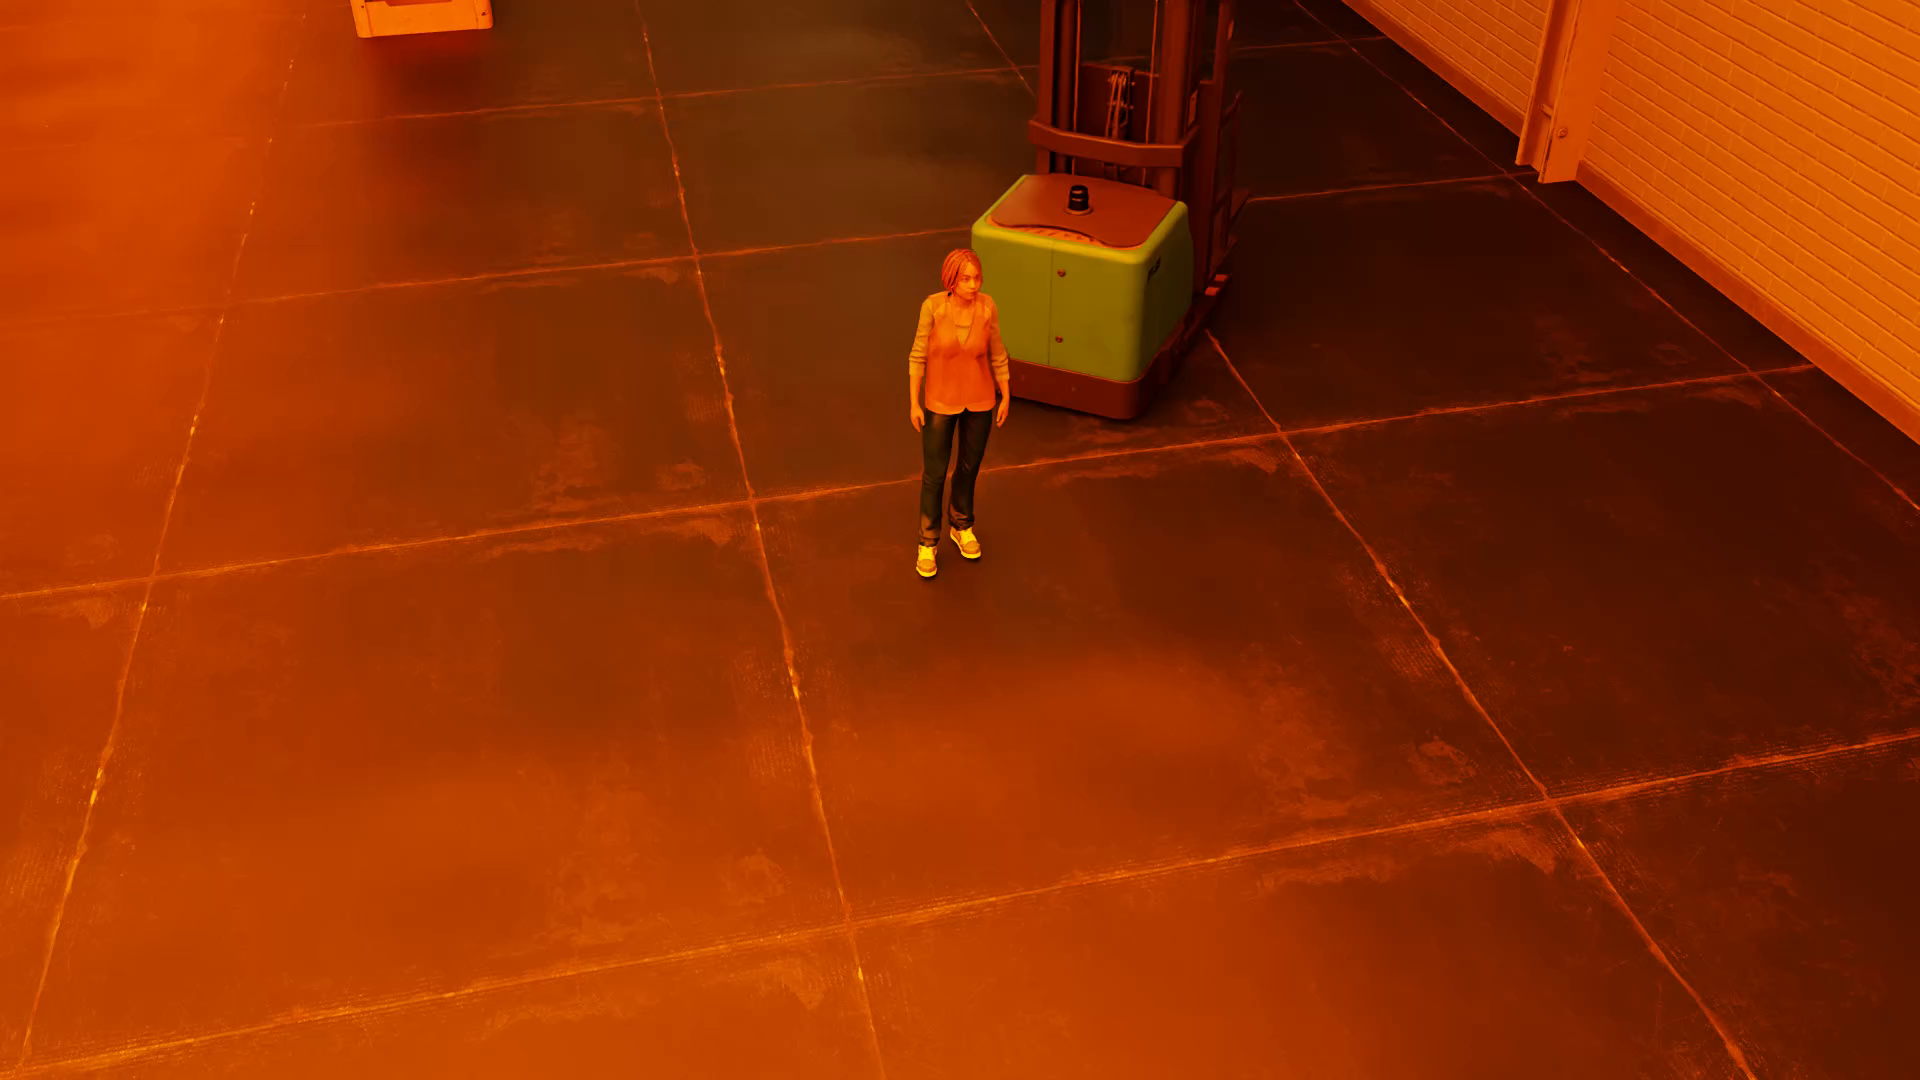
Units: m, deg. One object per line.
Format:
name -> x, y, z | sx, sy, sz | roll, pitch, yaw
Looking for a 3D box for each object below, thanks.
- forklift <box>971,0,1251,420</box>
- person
forklift -> 1.105, -2.722, 9.833 | 1.130, 2.935, 3.031 | 14, 38, 19
person -> 0.003, -0.609, 8.027 | 0.520, 1.600, 0.472 | -8, 36, -11
